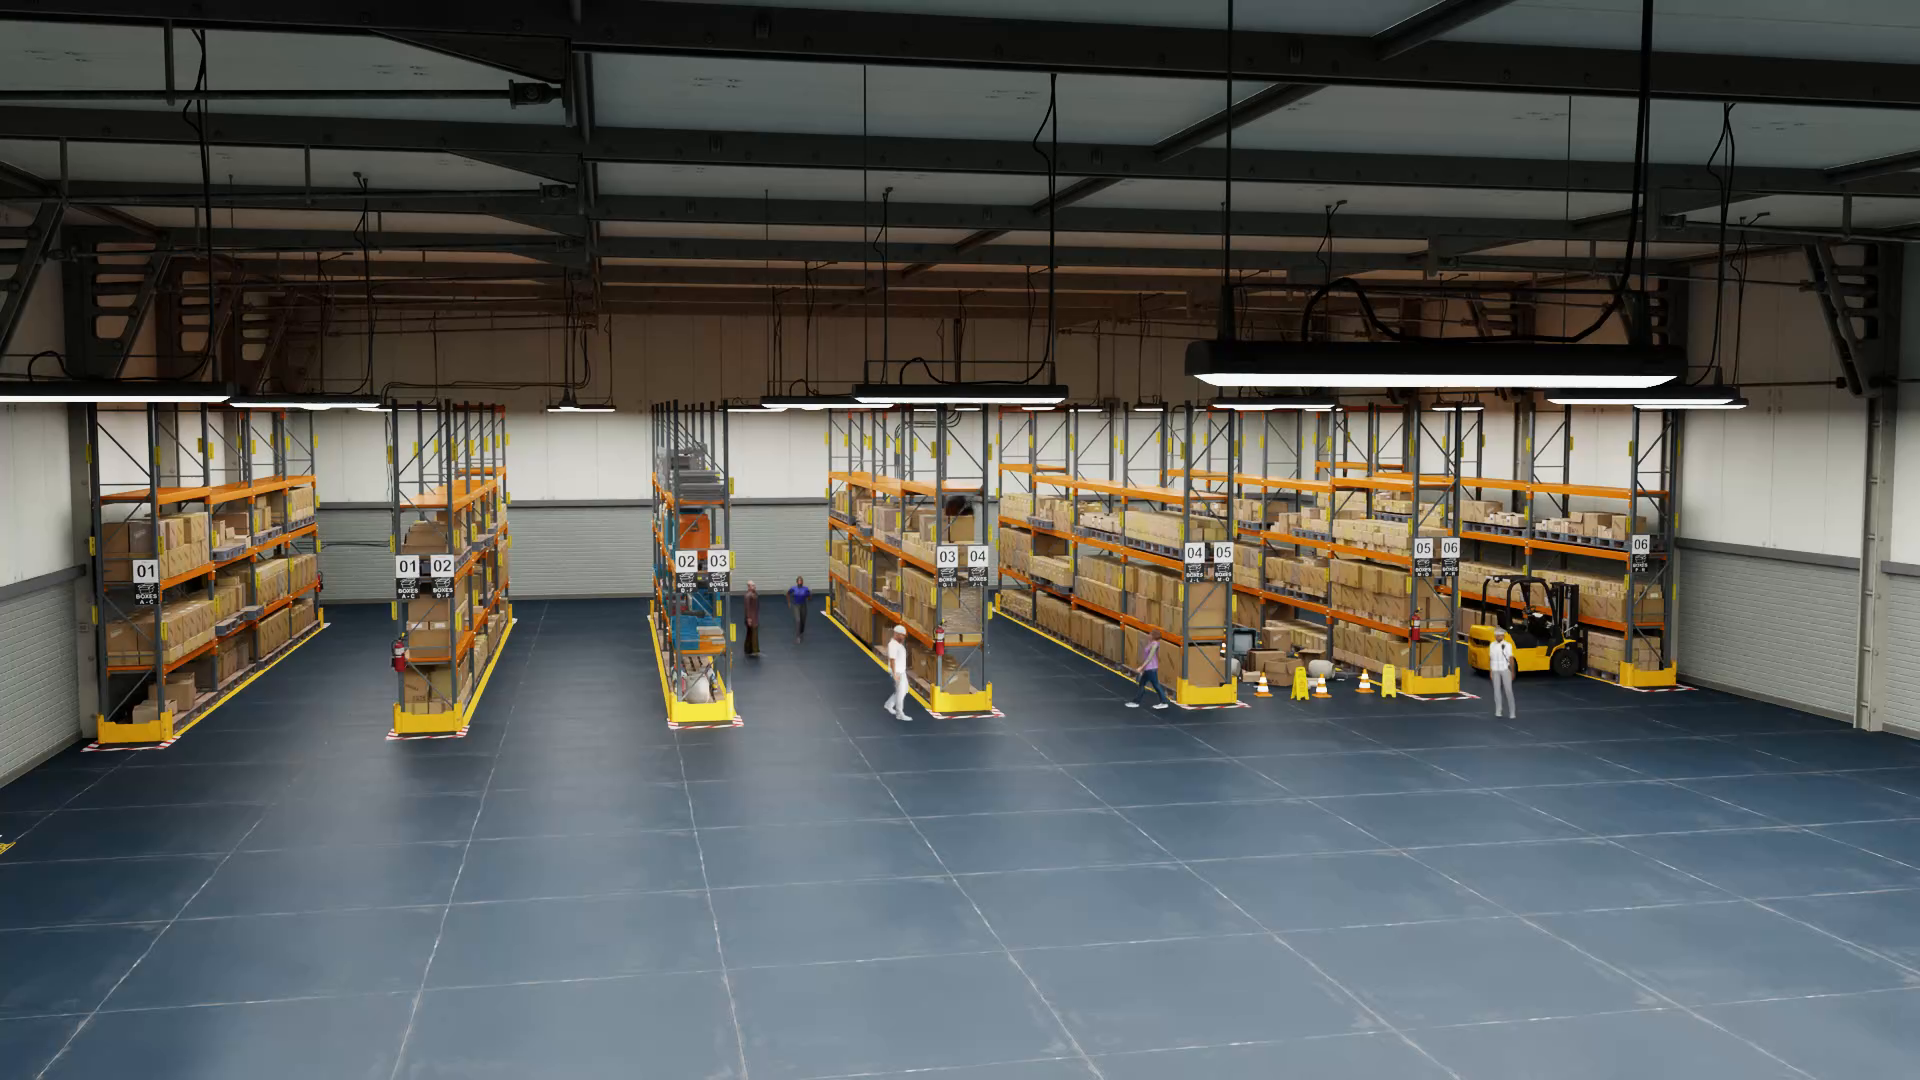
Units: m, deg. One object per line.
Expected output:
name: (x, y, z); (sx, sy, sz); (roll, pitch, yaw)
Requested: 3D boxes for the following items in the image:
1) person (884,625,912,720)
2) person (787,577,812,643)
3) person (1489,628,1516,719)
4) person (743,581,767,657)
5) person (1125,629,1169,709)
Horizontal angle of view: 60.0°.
person: (-1.181, 2.492, 31.384); (0.561, 1.770, 0.663); (0, 4, 3)
person: (-4.040, 1.725, 41.864); (0.627, 1.609, 1.028); (-1, 4, -9)
person: (10.312, 2.519, 31.545); (0.608, 1.712, 0.374); (4, 6, 39)
person: (-4.864, 1.864, 39.501); (0.586, 1.803, 0.628); (0, 4, 1)
person: (3.629, 2.501, 32.267); (0.853, 1.537, 0.537); (1, 4, 7)
